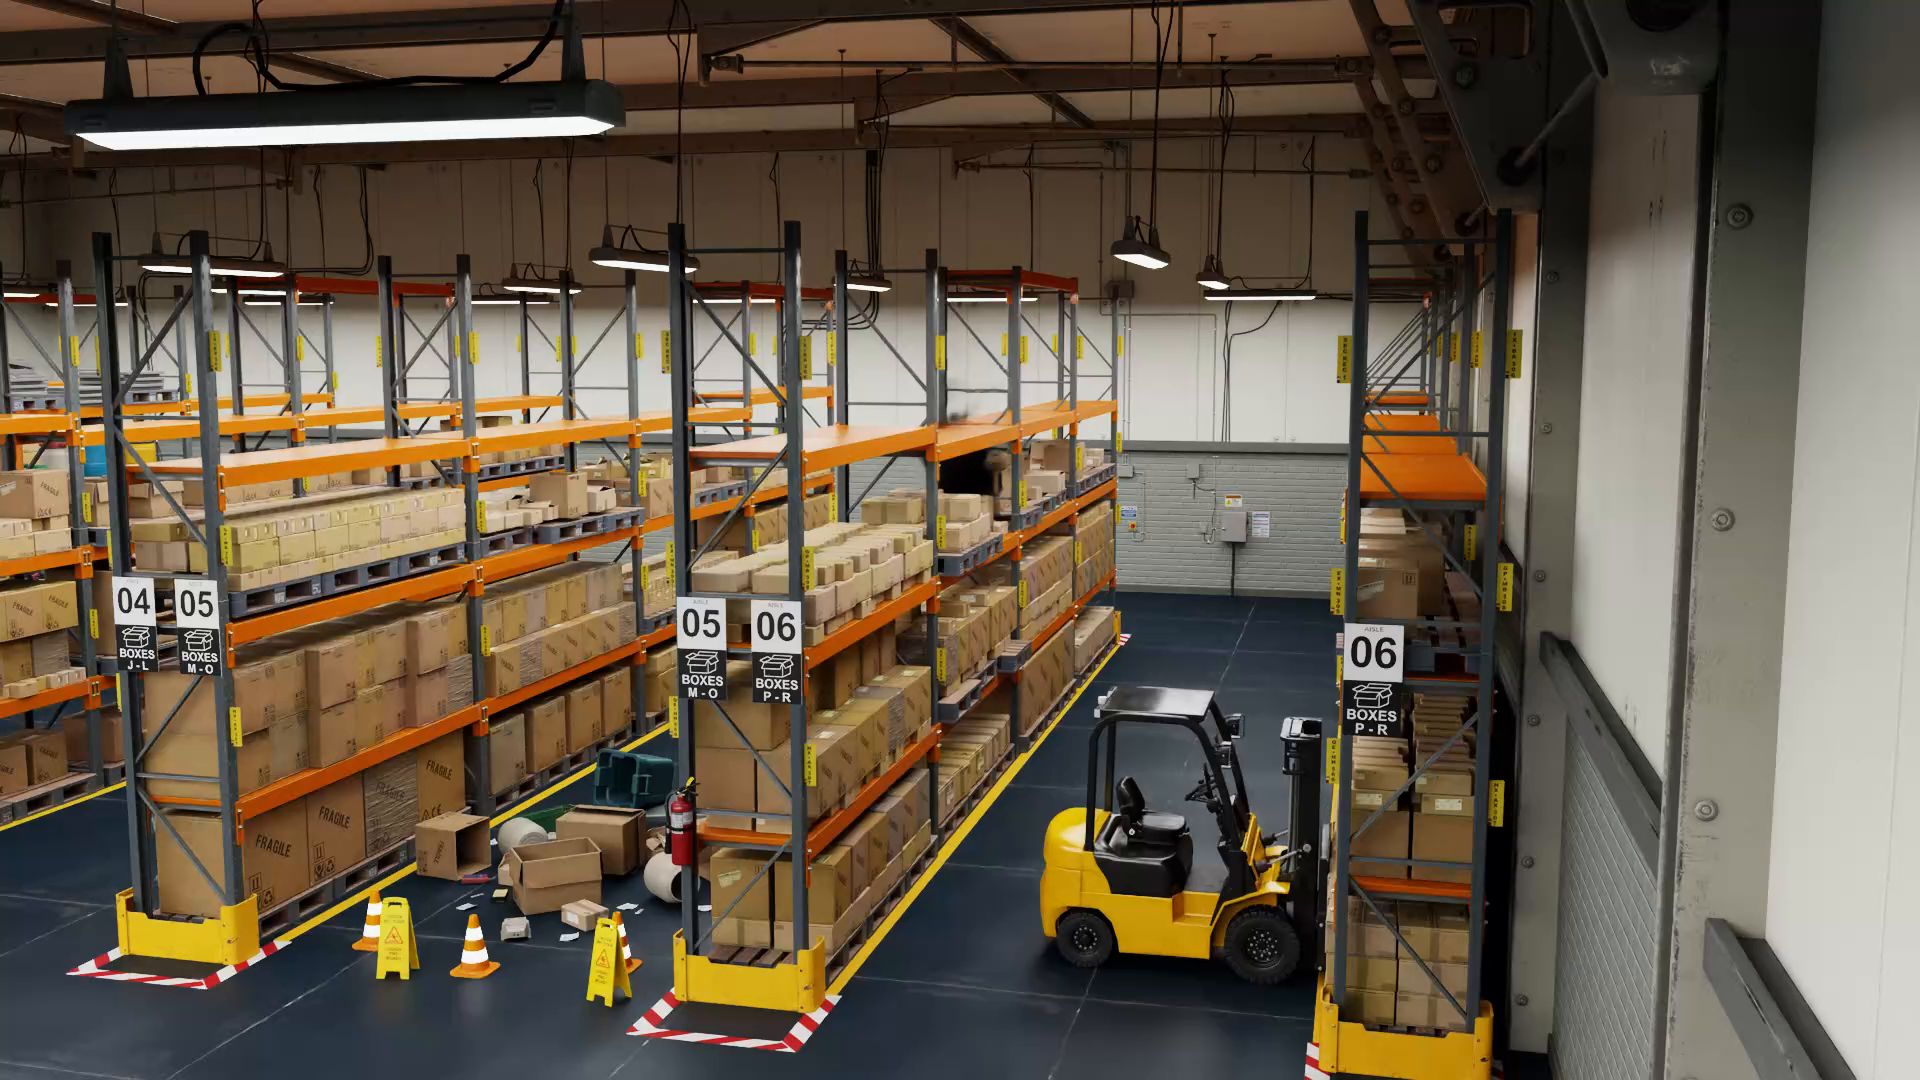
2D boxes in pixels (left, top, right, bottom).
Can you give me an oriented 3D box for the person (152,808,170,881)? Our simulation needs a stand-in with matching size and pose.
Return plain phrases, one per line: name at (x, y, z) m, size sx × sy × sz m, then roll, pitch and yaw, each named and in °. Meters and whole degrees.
person at (-7.575, 2.397, 16.051) m, size 0.563 × 1.643 × 0.752 m, roll 0°, pitch 7°, yaw 1°
